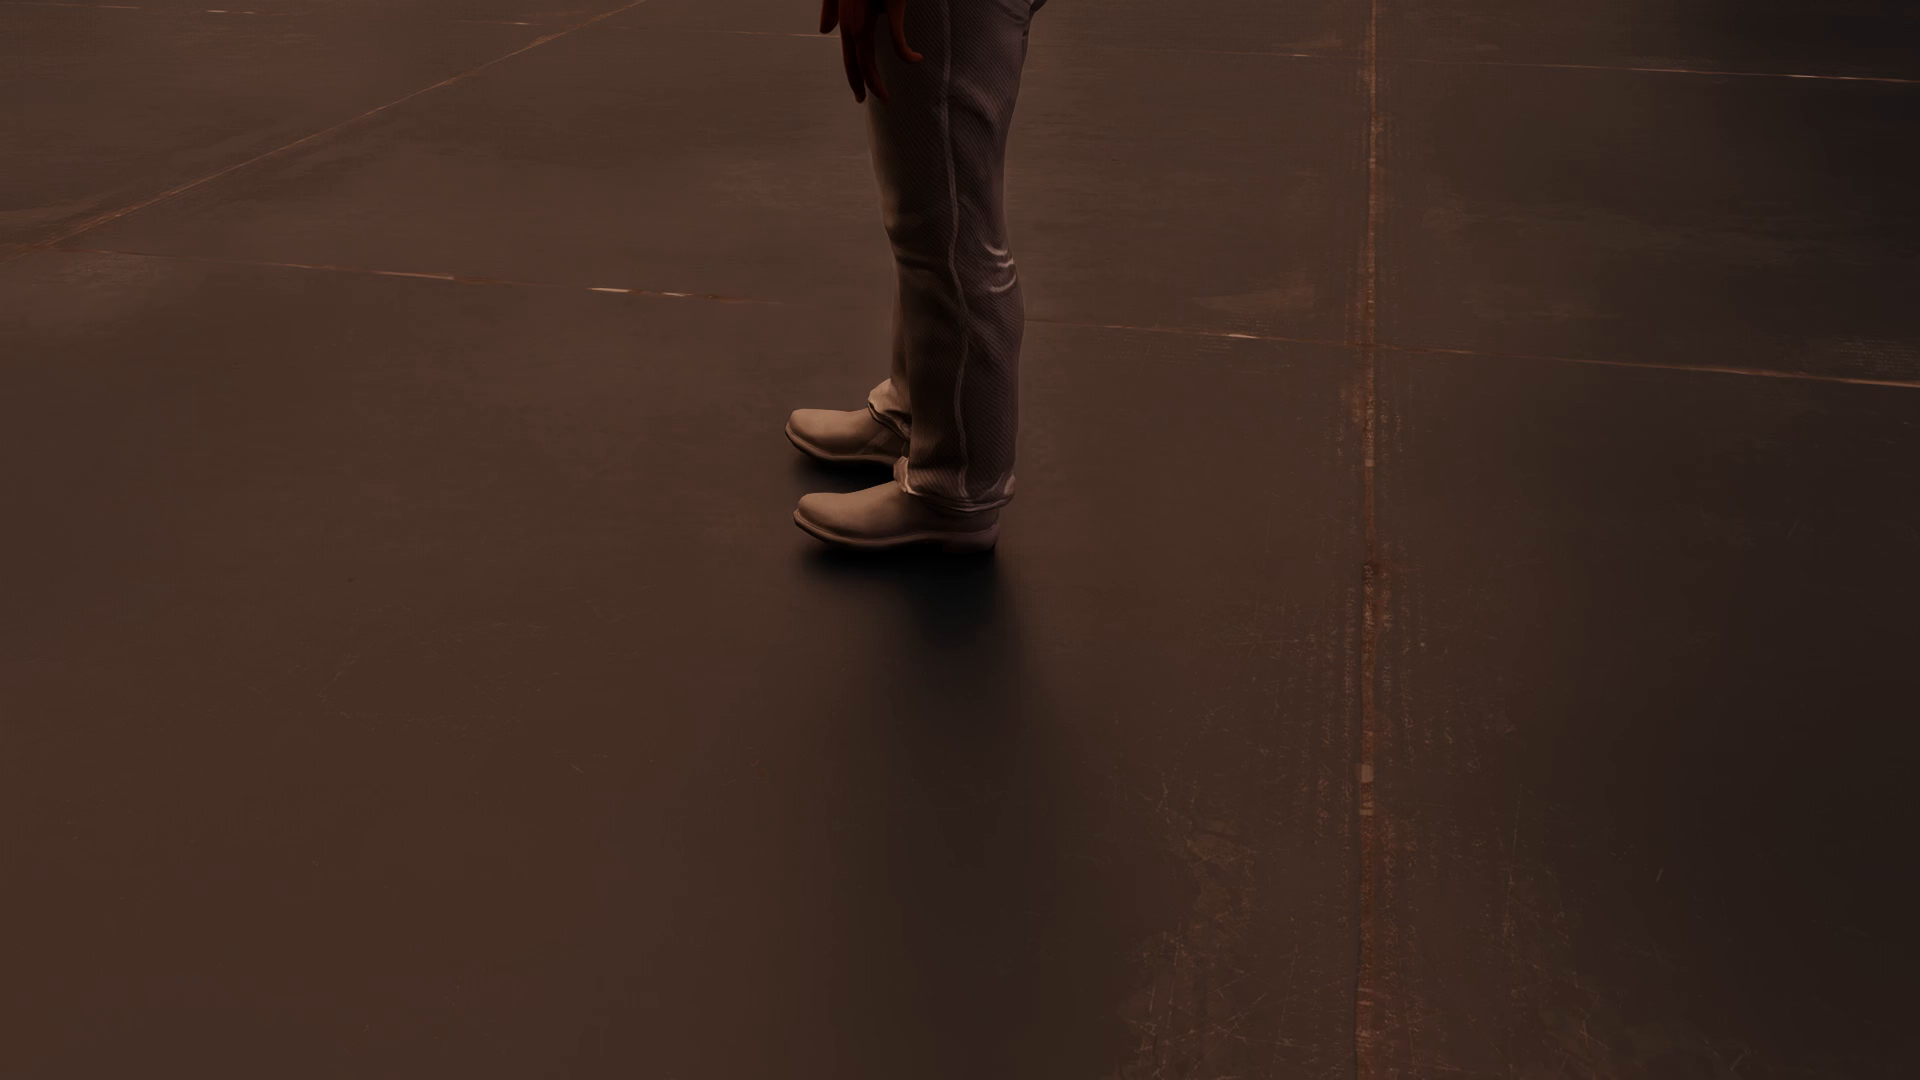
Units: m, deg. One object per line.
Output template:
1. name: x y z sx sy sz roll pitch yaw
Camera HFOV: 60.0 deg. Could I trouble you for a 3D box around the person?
1. person: -0.066 -0.802 2.119 0.576 1.760 0.665 6 27 11
